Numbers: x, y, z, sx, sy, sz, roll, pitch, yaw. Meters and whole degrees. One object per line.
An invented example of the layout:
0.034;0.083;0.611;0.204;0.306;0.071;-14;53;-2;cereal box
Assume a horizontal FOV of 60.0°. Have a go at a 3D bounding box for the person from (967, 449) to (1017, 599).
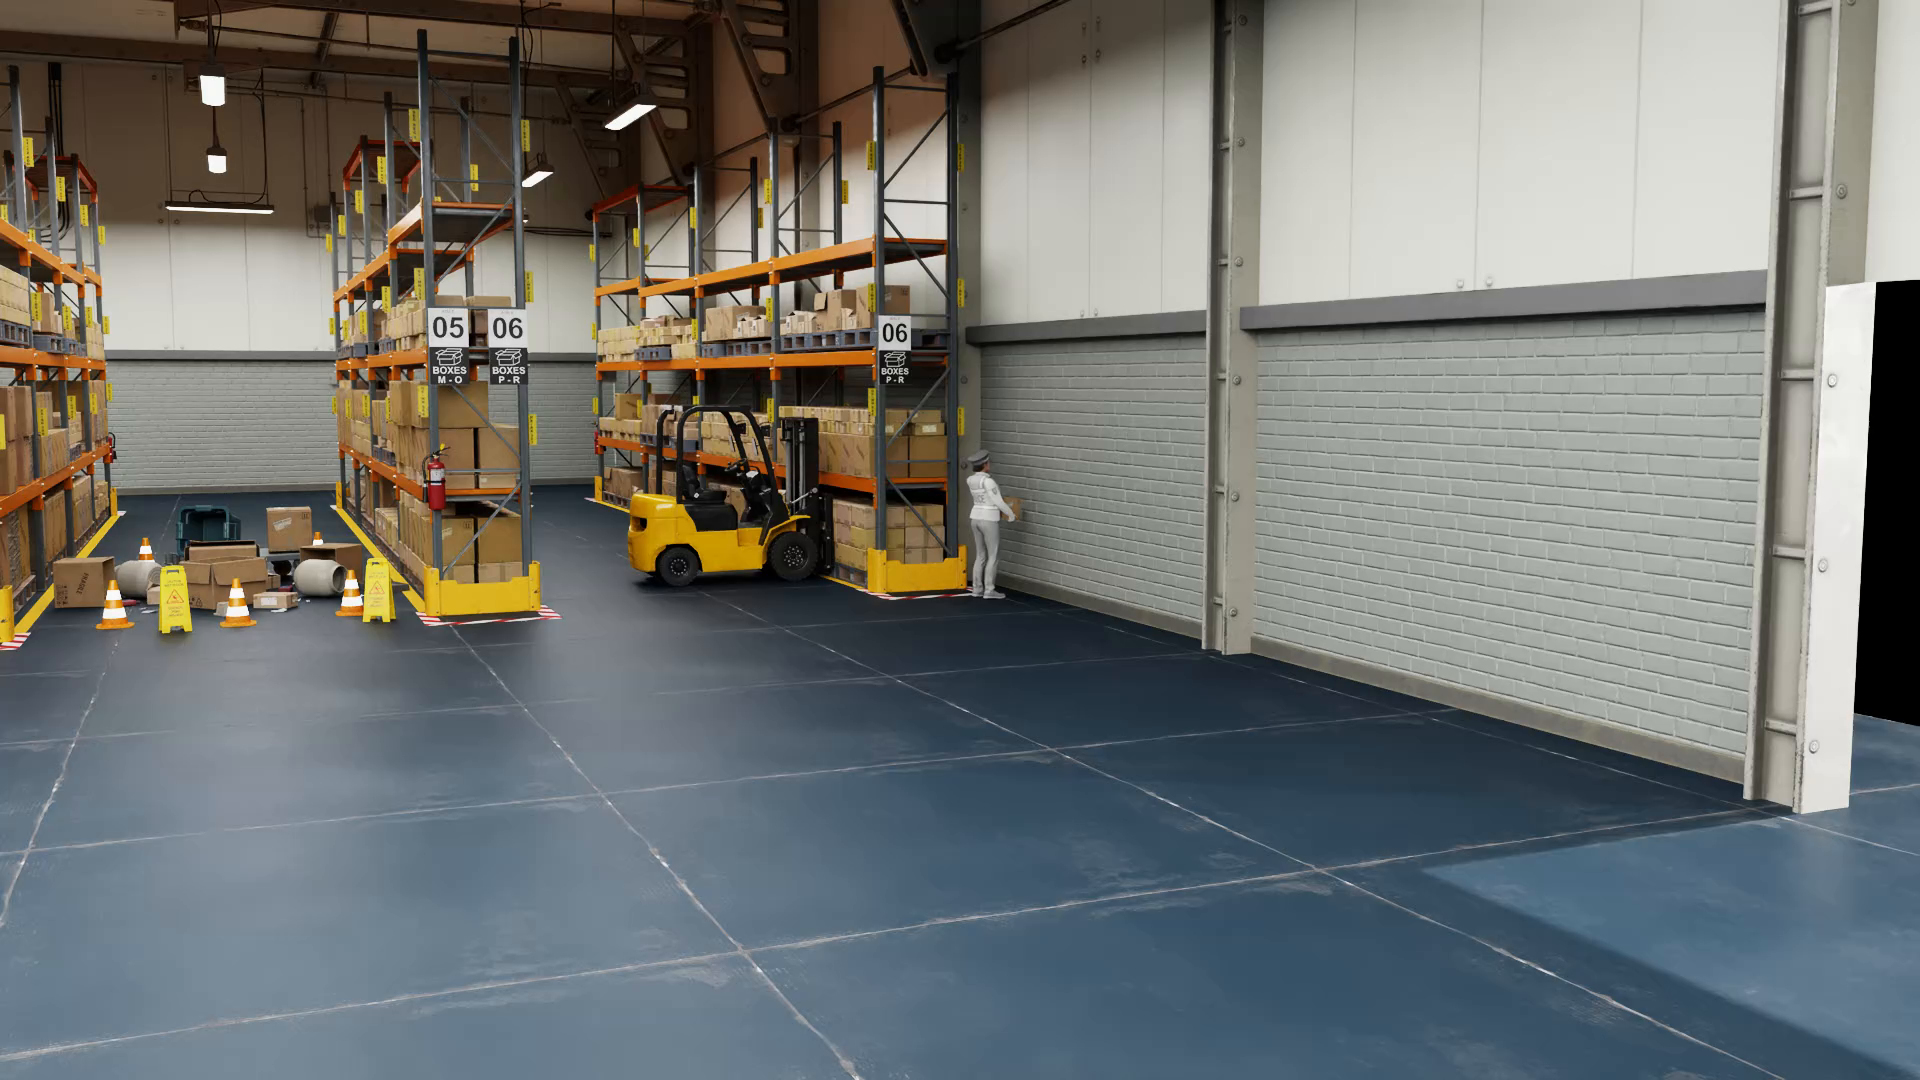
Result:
0.346;-0.187;18.811;0.556;1.686;0.459;-4;7;-35;person
